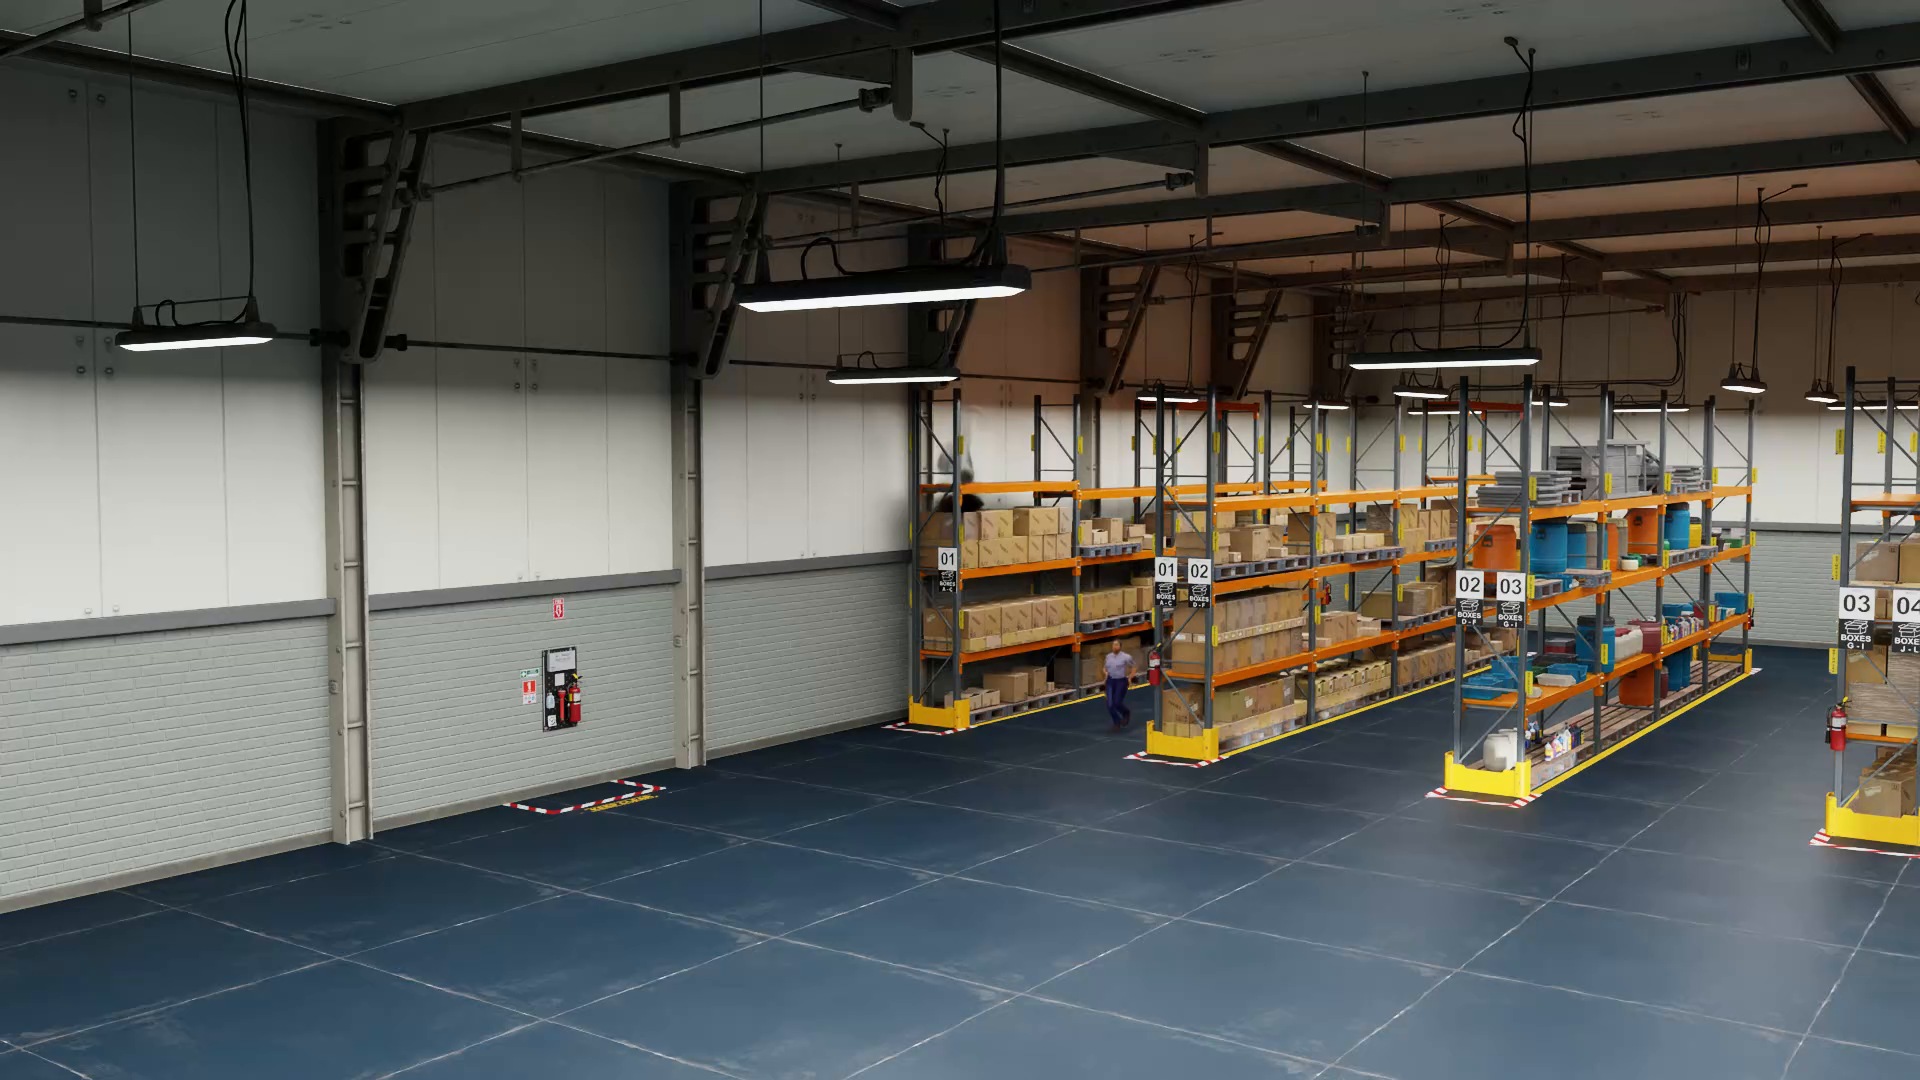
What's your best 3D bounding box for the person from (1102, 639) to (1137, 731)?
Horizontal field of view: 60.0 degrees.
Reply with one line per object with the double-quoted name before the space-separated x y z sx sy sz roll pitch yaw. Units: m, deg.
"person" 2.735 2.544 29.104 0.600 1.608 0.530 2 4 30
